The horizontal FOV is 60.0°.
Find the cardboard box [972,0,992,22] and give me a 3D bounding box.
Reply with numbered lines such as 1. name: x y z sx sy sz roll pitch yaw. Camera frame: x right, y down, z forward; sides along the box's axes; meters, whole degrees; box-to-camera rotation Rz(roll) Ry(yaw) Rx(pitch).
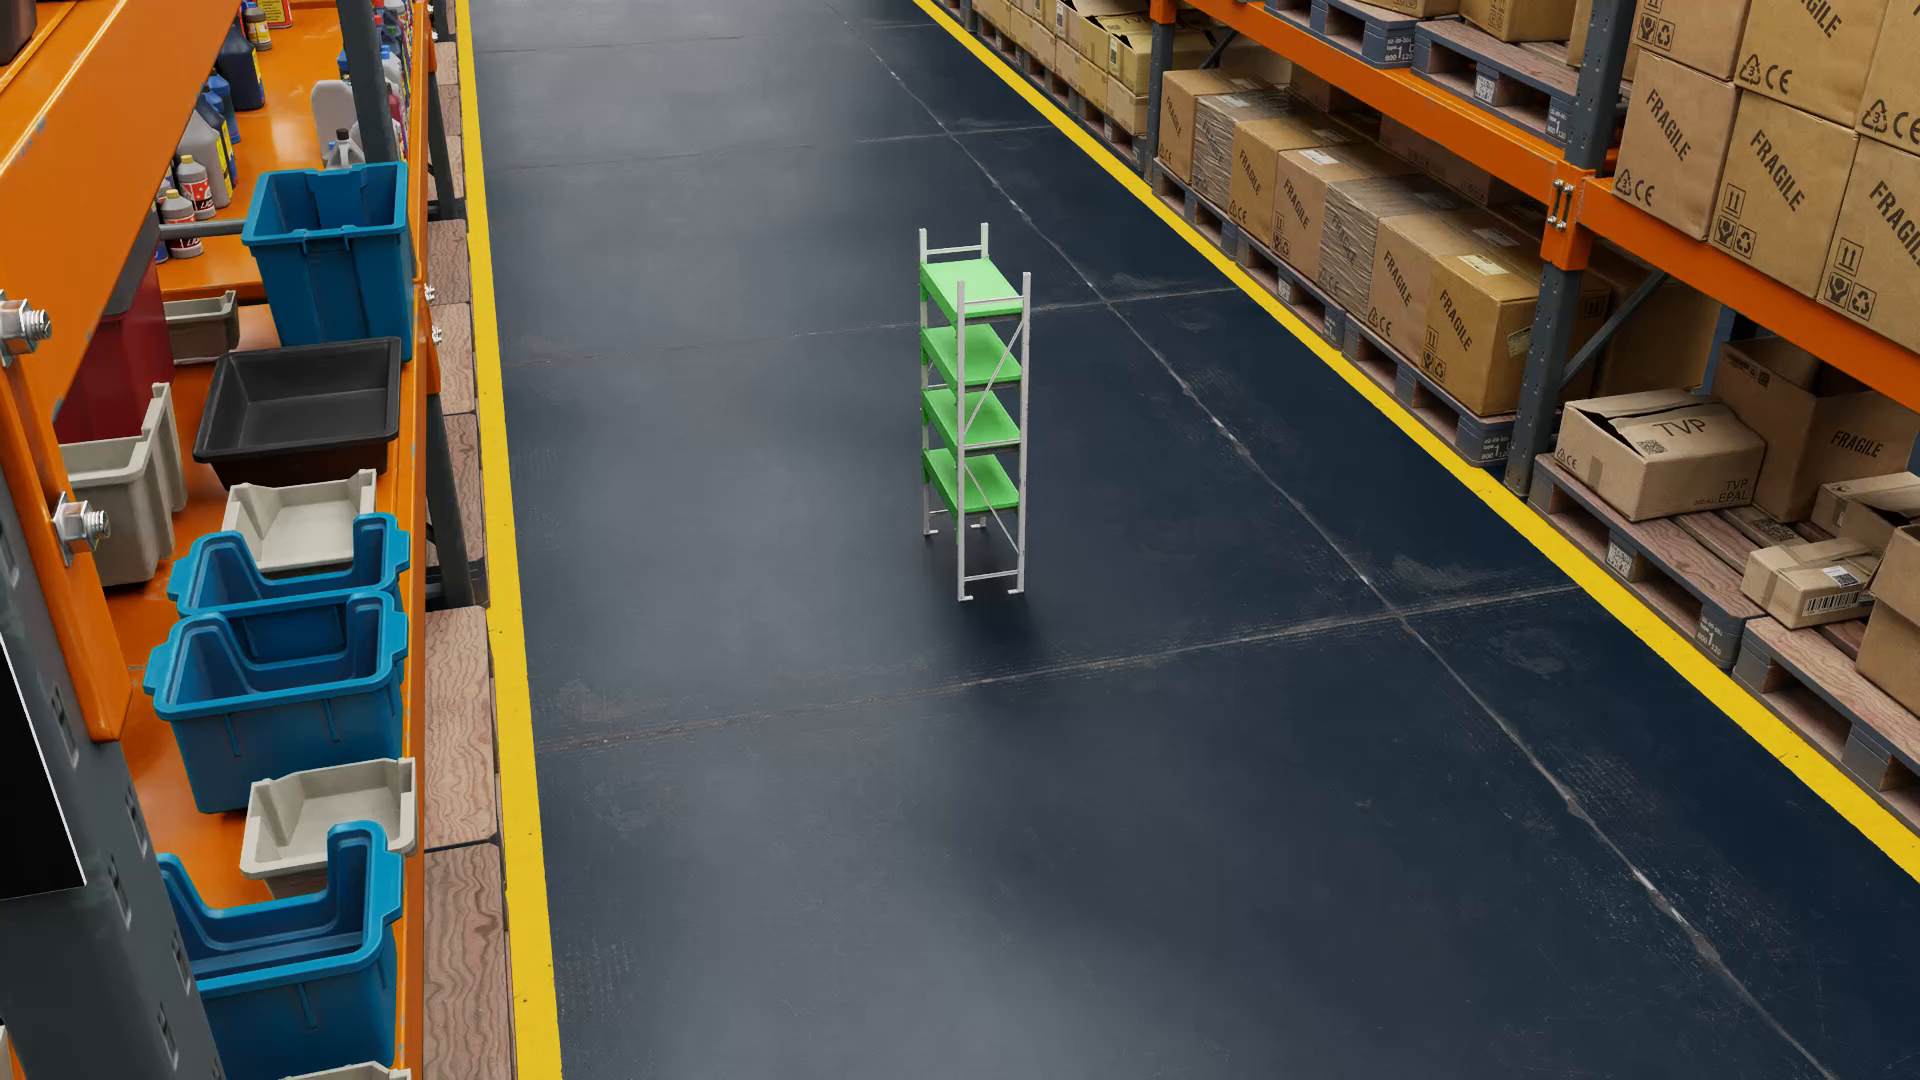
1. cardboard box: 0.404 -4.181 12.804 0.500 0.250 0.500 -9 31 -14

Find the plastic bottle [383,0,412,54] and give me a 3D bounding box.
1. plastic bottle: -2.482 -2.276 7.316 0.097 0.271 0.097 0 30 0

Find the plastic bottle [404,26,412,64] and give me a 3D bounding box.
1. plastic bottle: -2.431 -2.152 7.171 0.097 0.201 0.097 0 30 0

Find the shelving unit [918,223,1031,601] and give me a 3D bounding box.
1. shelving unit: 0.044 -0.439 5.811 0.258 1.200 0.503 -8 31 -13

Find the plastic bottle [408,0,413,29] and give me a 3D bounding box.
1. plastic bottle: -2.599 -2.527 7.739 0.061 0.283 0.133 -8 31 -13

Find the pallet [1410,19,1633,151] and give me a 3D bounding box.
1. pallet: 2.553 -1.870 6.678 1.003 0.211 1.213 -8 31 -13

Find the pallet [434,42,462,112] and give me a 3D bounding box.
1. pallet: -3.995 -3.179 11.531 1.003 0.211 1.213 -8 31 -13

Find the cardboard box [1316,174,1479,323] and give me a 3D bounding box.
1. cardboard box: 1.997 -1.344 7.633 0.500 0.500 0.500 -7 31 -13

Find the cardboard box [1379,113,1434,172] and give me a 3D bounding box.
1. cardboard box: 2.367 -1.977 7.979 0.500 0.250 0.500 -8 31 -14

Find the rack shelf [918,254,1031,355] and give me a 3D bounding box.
1. rack shelf: 0.044 -0.799 5.603 0.258 0.148 0.480 -8 31 -13

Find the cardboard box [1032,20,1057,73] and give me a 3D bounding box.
1. cardboard box: 0.813 -3.438 11.521 0.500 0.250 0.500 -7 31 -12

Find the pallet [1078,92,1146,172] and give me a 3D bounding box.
1. pallet: 1.417 -2.681 10.671 1.003 0.211 1.213 -8 31 -13

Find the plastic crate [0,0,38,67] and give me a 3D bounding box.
1. plastic crate: -0.889 -0.429 1.133 0.497 0.269 0.590 -8 31 -13

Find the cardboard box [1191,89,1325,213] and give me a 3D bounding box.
1. cardboard box: 1.588 -2.083 8.911 0.500 0.500 0.500 -9 31 -15

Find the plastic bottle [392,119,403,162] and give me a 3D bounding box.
1. plastic bottle: -1.974 -1.351 5.718 0.097 0.271 0.097 0 30 0

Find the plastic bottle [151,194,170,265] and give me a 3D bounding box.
1. plastic bottle: -2.533 -0.990 5.089 0.152 0.276 0.135 -8 31 -13

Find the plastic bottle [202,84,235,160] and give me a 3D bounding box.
1. plastic bottle: -2.685 -1.498 5.973 0.097 0.271 0.097 0 30 0

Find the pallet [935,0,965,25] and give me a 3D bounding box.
1. pallet: 0.366 -4.600 13.986 1.003 0.211 1.213 -8 31 -13

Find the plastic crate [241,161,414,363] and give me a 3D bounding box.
1. plastic crate: -1.664 -0.735 4.482 0.392 0.384 0.575 -8 31 -13

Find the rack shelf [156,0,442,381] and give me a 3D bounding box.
1. rack shelf: -2.648 -1.551 6.653 1.077 0.370 4.000 -8 31 -13

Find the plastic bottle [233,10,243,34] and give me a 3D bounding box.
1. plastic bottle: -3.190 -2.245 7.263 0.097 0.271 0.097 0 30 0

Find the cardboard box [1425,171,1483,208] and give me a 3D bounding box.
1. cardboard box: 2.488 -1.426 7.775 0.500 0.500 0.500 -7 31 -13

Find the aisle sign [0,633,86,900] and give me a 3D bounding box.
1. aisle sign: -0.750 -0.094 0.823 0.394 0.787 0.004 -8 31 -13

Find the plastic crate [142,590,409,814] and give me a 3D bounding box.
1. plastic crate: -1.153 0.283 2.873 0.416 0.233 0.300 -8 31 -13

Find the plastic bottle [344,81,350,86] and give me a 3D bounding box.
1. plastic bottle: -2.295 -1.618 6.249 0.097 0.201 0.097 0 30 0

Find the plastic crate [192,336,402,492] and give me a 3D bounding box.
1. plastic crate: -1.561 -0.298 3.985 0.437 0.125 0.590 -8 31 -13

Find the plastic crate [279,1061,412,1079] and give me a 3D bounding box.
1. plastic crate: -0.809 0.795 2.085 0.250 0.136 0.298 -8 31 -13

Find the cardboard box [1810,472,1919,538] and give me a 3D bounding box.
1. cardboard box: 3.242 -0.099 5.833 0.380 0.149 0.250 -8 31 -13

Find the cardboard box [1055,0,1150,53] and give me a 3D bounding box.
1. cardboard box: 0.946 -3.434 10.954 0.500 0.311 0.500 -8 31 -14

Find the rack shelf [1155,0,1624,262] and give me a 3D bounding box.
1. rack shelf: 2.129 -2.207 7.788 1.077 0.370 4.000 -8 31 -13

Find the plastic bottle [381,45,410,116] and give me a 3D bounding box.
1. plastic bottle: -2.210 -1.780 6.460 0.097 0.271 0.097 0 30 0

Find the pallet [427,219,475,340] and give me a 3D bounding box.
1. pallet: -2.929 -1.246 8.192 1.003 0.211 1.213 -8 31 -13

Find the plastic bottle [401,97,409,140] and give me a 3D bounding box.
1. plastic bottle: -2.123 -1.591 6.203 0.097 0.201 0.097 0 30 0

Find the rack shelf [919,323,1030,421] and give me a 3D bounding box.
1. rack shelf: 0.044 -0.592 5.723 0.258 0.148 0.480 -8 31 -13

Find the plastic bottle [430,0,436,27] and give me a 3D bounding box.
1. plastic bottle: -3.902 -3.982 12.419 0.097 0.271 0.097 0 30 0

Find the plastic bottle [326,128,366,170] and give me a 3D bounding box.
1. plastic bottle: -1.909 -1.107 5.218 0.144 0.351 0.185 -8 31 -13

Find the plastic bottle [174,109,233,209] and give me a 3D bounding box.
1. plastic bottle: -2.537 -1.294 5.541 0.144 0.351 0.185 -8 31 -13

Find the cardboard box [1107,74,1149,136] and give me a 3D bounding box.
1. cardboard box: 1.223 -2.698 10.243 0.500 0.250 0.500 -7 31 -12

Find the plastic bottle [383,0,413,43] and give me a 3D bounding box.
1. plastic bottle: -2.534 -2.370 7.479 0.097 0.271 0.097 0 30 0

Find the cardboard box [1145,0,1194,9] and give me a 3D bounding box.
1. cardboard box: 1.461 -3.510 11.086 0.500 0.311 0.500 -9 31 -15

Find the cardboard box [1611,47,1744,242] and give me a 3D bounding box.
1. cardboard box: 2.532 -1.314 5.426 0.500 0.500 0.500 -7 31 -12

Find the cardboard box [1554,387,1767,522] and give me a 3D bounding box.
1. cardboard box: 2.562 -0.348 6.102 0.500 0.311 0.500 -8 31 -13

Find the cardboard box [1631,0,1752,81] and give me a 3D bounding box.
1. cardboard box: 2.513 -1.764 5.205 0.500 0.500 0.500 -7 31 -12

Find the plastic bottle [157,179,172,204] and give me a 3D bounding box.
1. plastic bottle: -2.567 -1.082 5.324 0.097 0.201 0.097 0 30 0

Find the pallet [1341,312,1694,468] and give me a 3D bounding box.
1. pallet: 2.407 -0.734 7.307 1.003 0.211 1.213 -8 31 -13

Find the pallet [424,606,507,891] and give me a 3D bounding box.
1. pallet: -1.884 0.661 4.898 1.003 0.211 1.213 -8 31 -13

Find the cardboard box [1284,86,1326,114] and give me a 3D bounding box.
1. cardboard box: 2.073 -2.173 9.066 0.500 0.500 0.500 -7 31 -11

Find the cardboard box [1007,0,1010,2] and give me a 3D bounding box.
1. cardboard box: 0.534 -4.176 12.236 0.500 0.311 0.500 -8 31 -14

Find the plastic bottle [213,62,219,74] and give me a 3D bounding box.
1. plastic bottle: -3.007 -1.852 6.580 0.152 0.276 0.135 -8 31 -13

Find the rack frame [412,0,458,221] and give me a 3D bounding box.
1. rack frame: -3.179 -2.828 8.142 1.000 3.000 0.127 -8 31 -13

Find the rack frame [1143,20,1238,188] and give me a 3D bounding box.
1. rack frame: 1.598 -3.485 9.276 1.000 3.000 0.127 -8 31 -13

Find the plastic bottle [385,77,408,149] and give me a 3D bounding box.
1. plastic bottle: -2.118 -1.564 6.081 0.152 0.276 0.135 -8 31 -13

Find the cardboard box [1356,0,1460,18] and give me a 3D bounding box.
1. cardboard box: 2.131 -2.623 7.268 0.700 0.500 0.500 -16 34 -26
